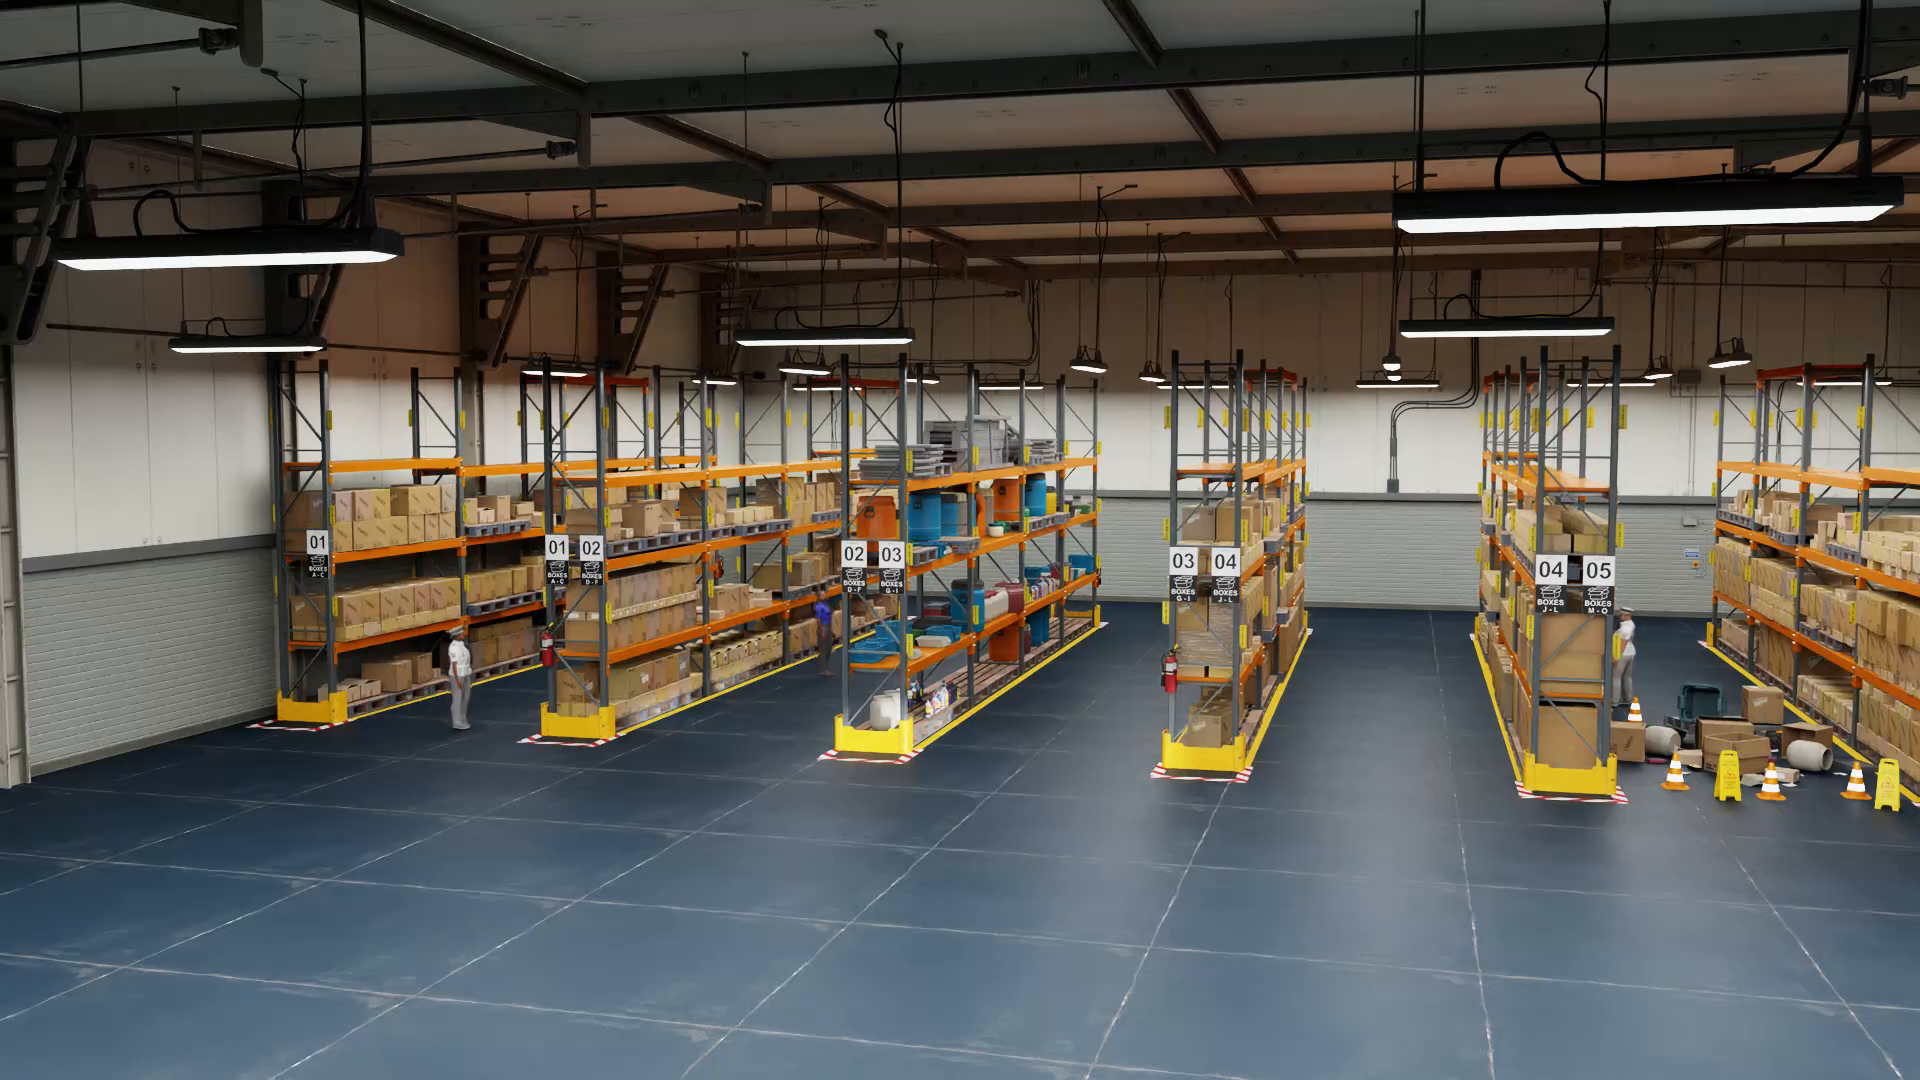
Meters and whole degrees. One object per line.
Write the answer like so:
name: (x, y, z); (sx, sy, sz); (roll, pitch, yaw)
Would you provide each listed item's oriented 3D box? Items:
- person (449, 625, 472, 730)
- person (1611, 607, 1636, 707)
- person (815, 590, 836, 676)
person: (-8.113, 2.234, 27.028); (0.379, 1.726, 0.527); (1, 4, 13)
person: (11.609, 2.044, 29.184); (0.605, 1.761, 0.470); (-4, 6, -42)
person: (-2.616, 1.820, 32.328); (0.363, 1.684, 0.517); (1, 4, 8)
